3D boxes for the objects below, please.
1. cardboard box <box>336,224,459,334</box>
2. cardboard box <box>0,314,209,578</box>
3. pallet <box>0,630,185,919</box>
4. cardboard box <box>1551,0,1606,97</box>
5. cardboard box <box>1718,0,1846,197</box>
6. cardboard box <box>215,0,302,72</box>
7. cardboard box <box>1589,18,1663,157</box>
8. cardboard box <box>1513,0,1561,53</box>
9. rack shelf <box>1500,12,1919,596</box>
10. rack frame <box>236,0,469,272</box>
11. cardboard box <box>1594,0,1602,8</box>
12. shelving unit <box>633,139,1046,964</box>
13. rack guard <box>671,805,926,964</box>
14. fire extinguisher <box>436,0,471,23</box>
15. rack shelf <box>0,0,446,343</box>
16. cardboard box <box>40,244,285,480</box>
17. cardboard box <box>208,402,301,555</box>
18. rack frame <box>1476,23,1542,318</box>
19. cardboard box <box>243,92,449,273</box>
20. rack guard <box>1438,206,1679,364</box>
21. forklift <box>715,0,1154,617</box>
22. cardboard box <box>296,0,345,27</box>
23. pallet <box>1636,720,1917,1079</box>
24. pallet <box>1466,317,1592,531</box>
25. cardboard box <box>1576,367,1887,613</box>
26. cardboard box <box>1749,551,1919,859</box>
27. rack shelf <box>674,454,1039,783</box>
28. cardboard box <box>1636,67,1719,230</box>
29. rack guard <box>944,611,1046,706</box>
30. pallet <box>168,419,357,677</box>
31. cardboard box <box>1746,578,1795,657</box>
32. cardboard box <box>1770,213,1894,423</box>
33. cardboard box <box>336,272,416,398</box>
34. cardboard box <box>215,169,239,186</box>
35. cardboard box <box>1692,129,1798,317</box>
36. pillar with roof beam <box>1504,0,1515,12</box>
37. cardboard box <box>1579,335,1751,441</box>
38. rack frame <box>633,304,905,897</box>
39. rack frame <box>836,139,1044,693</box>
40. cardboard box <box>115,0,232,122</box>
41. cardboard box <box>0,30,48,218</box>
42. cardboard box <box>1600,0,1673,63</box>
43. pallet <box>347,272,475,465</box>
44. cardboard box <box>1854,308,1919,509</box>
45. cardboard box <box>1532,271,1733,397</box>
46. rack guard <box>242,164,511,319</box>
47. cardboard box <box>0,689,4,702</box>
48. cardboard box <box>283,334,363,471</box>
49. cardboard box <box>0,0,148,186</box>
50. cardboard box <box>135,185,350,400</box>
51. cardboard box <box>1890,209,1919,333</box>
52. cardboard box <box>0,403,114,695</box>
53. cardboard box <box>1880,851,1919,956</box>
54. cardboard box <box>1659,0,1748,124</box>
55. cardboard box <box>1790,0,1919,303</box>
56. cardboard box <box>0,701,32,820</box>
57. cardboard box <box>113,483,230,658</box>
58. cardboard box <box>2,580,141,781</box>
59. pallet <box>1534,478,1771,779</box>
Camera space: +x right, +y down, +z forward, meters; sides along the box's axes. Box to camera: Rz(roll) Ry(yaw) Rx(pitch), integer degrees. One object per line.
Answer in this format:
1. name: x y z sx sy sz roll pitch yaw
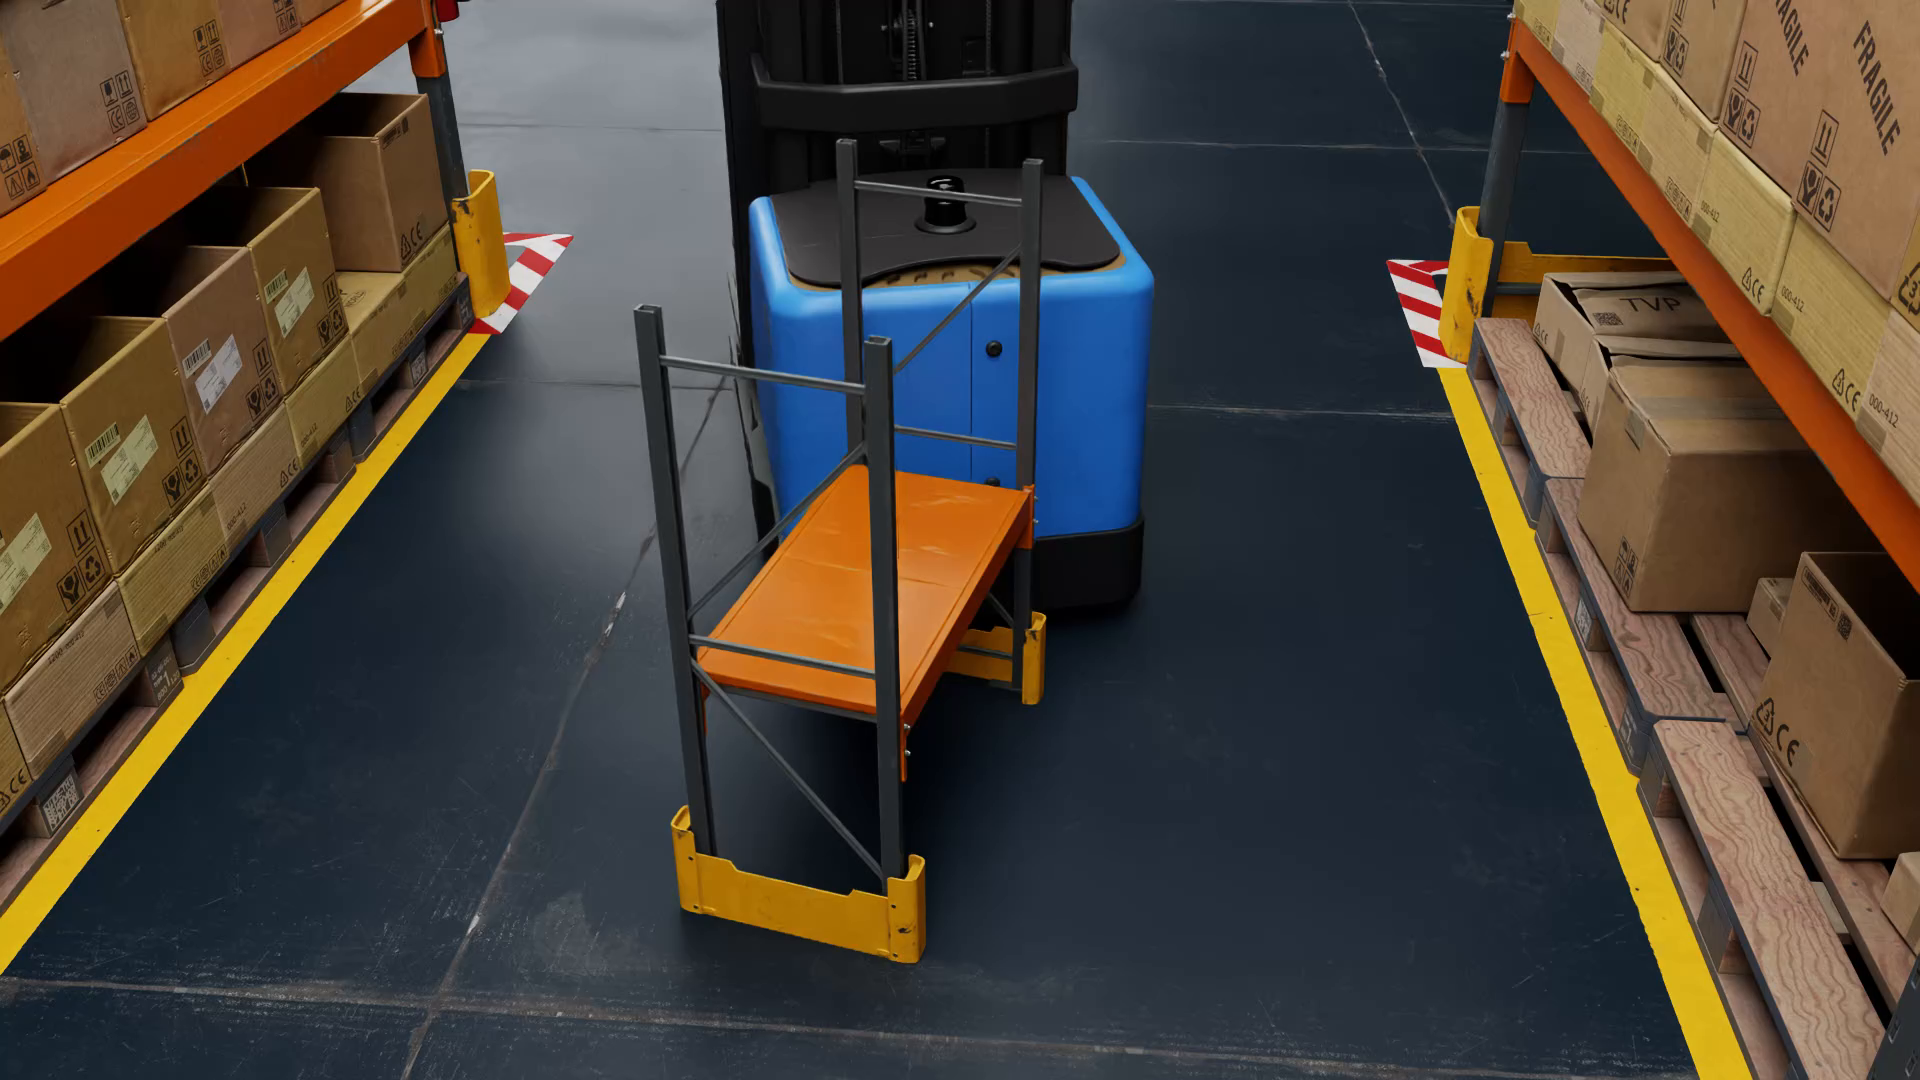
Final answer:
1. cardboard box: -2.214 -0.982 6.205 0.500 0.250 0.500 2 32 4
2. cardboard box: -2.359 -0.255 4.311 0.500 0.500 0.500 2 32 4
3. pallet: -2.684 0.597 4.079 1.003 0.211 1.213 2 32 4
4. cardboard box: 2.089 -1.488 4.930 0.500 0.250 0.500 2 32 2
5. cardboard box: 1.964 -1.014 3.446 0.500 0.500 0.500 2 32 3
6. cardboard box: -2.553 -1.791 5.202 0.700 0.500 0.500 3 32 5
7. cardboard box: 2.042 -1.222 4.498 0.500 0.250 0.500 2 32 3
8. cardboard box: 2.117 -1.761 5.372 0.500 0.250 0.500 2 32 3
9. rack shelf: 2.310 -0.705 4.221 1.077 0.370 4.000 2 32 4
10. rack frame: -2.464 -2.267 6.070 1.000 3.000 0.127 2 32 4
11. cardboard box: 2.085 -1.827 4.764 0.500 0.500 0.500 3 32 4
12. shelving unit: -0.210 -0.005 3.828 0.587 1.500 1.083 10 33 15
13. rack guard: -0.363 0.776 3.753 0.587 0.250 0.087 10 33 15
14. fire extinguisher: -1.992 -2.276 6.158 0.296 0.674 0.183 2 32 4
15. rack shelf: -2.627 -0.915 4.562 1.077 0.370 4.000 2 32 4
16. cardboard box: -2.320 -0.517 4.735 0.500 0.500 0.500 2 32 4
17. cardboard box: -2.324 -0.197 4.932 0.500 0.250 0.500 2 32 4
18. rack frame: 2.473 -2.058 5.730 1.000 3.000 0.127 2 32 4
19. cardboard box: -2.211 -1.301 6.009 0.500 0.500 0.500 2 32 4
20. rack guard: 2.467 -0.954 6.321 1.175 0.500 0.348 2 32 4
21. forklift: -0.245 -1.746 5.289 1.130 2.935 3.031 -6 32 -9
22. cardboard box: -2.515 -2.066 5.648 0.700 0.500 0.500 2 32 4
23. pallet: 2.167 0.869 3.639 1.003 0.211 1.213 2 32 4
24. pallet: 2.366 -0.407 5.710 1.003 0.211 1.213 2 32 4
25. cardboard box: 2.171 -0.143 4.586 0.700 0.500 0.500 1 32 1
26. cardboard box: 2.192 0.367 3.759 0.500 0.500 0.500 0 32 0
27. rack shelf: -0.207 0.144 3.930 0.538 0.185 1.000 10 33 15
28. cardboard box: 1.998 -0.958 4.069 0.500 0.250 0.500 3 32 4
29. rack guard: -0.056 0.279 4.560 0.587 0.250 0.087 10 33 15
30. pallet: -2.587 -0.042 5.117 1.003 0.211 1.213 2 32 4
31. cardboard box: 2.298 0.225 4.324 0.380 0.149 0.250 0 32 0
32. cardboard box: 1.933 -0.431 3.215 0.500 0.250 0.500 3 32 4
33. cardboard box: -2.242 -0.720 5.780 0.500 0.250 0.500 2 32 4
34. cardboard box: -2.769 -1.062 5.620 0.500 0.500 0.500 2 32 4
35. cardboard box: 1.958 -0.695 3.643 0.500 0.250 0.500 2 32 4
36. pillar with roof beam: -0.524 -7.530 8.891 9.100 9.000 0.400 2 32 4
37. cardboard box: 2.281 -0.444 5.255 0.500 0.311 0.500 5 32 8
38. rack frame: -0.364 0.244 3.424 0.500 1.500 0.032 10 33 15
39. rack frame: -0.050 -0.263 4.247 0.500 1.500 0.032 10 33 15
40. cardboard box: -2.599 -1.532 4.781 0.700 0.500 0.500 3 32 4
41. cardboard box: -2.679 -0.989 3.900 0.700 0.500 0.500 3 32 5
42. cardboard box: 2.036 -1.557 4.326 0.500 0.500 0.500 1 32 2
43. pallet: -2.485 -0.678 6.150 1.003 0.211 1.213 2 32 4
44. cardboard box: 1.884 -0.171 2.793 0.500 0.250 0.500 3 32 4
45. cardboard box: 2.327 -0.742 5.739 0.500 0.311 0.500 -1 32 -2
46. rack guard: -2.462 -1.216 6.746 1.175 0.500 0.348 2 32 4
47. cardboard box: -2.440 0.268 3.462 0.500 0.500 0.500 2 32 4
48. cardboard box: -2.281 -0.459 5.356 0.500 0.250 0.500 2 32 4
49. cardboard box: -2.638 -1.257 4.335 0.700 0.500 0.500 3 32 5
50. cardboard box: -2.278 -0.778 5.159 0.500 0.500 0.500 2 32 4
51. cardboard box: 1.878 -0.490 2.596 0.500 0.500 0.500 2 32 4
52. cardboard box: -2.407 0.006 3.887 0.500 0.500 0.500 2 32 4
53. cardboard box: 2.161 0.772 3.420 0.380 0.166 0.250 -2 32 -2
54. cardboard box: 2.006 -1.286 3.887 0.500 0.500 0.500 3 32 6
55. cardboard box: 1.913 -0.751 3.019 0.500 0.500 0.500 2 32 4
56. cardboard box: -2.450 0.587 3.659 0.500 0.250 0.500 2 32 4
57. cardboard box: -2.358 0.064 4.507 0.500 0.250 0.500 2 32 4
58. cardboard box: -2.404 0.325 4.083 0.500 0.250 0.500 2 32 4
59. pallet: 2.264 0.229 4.677 1.003 0.211 1.213 2 32 4
